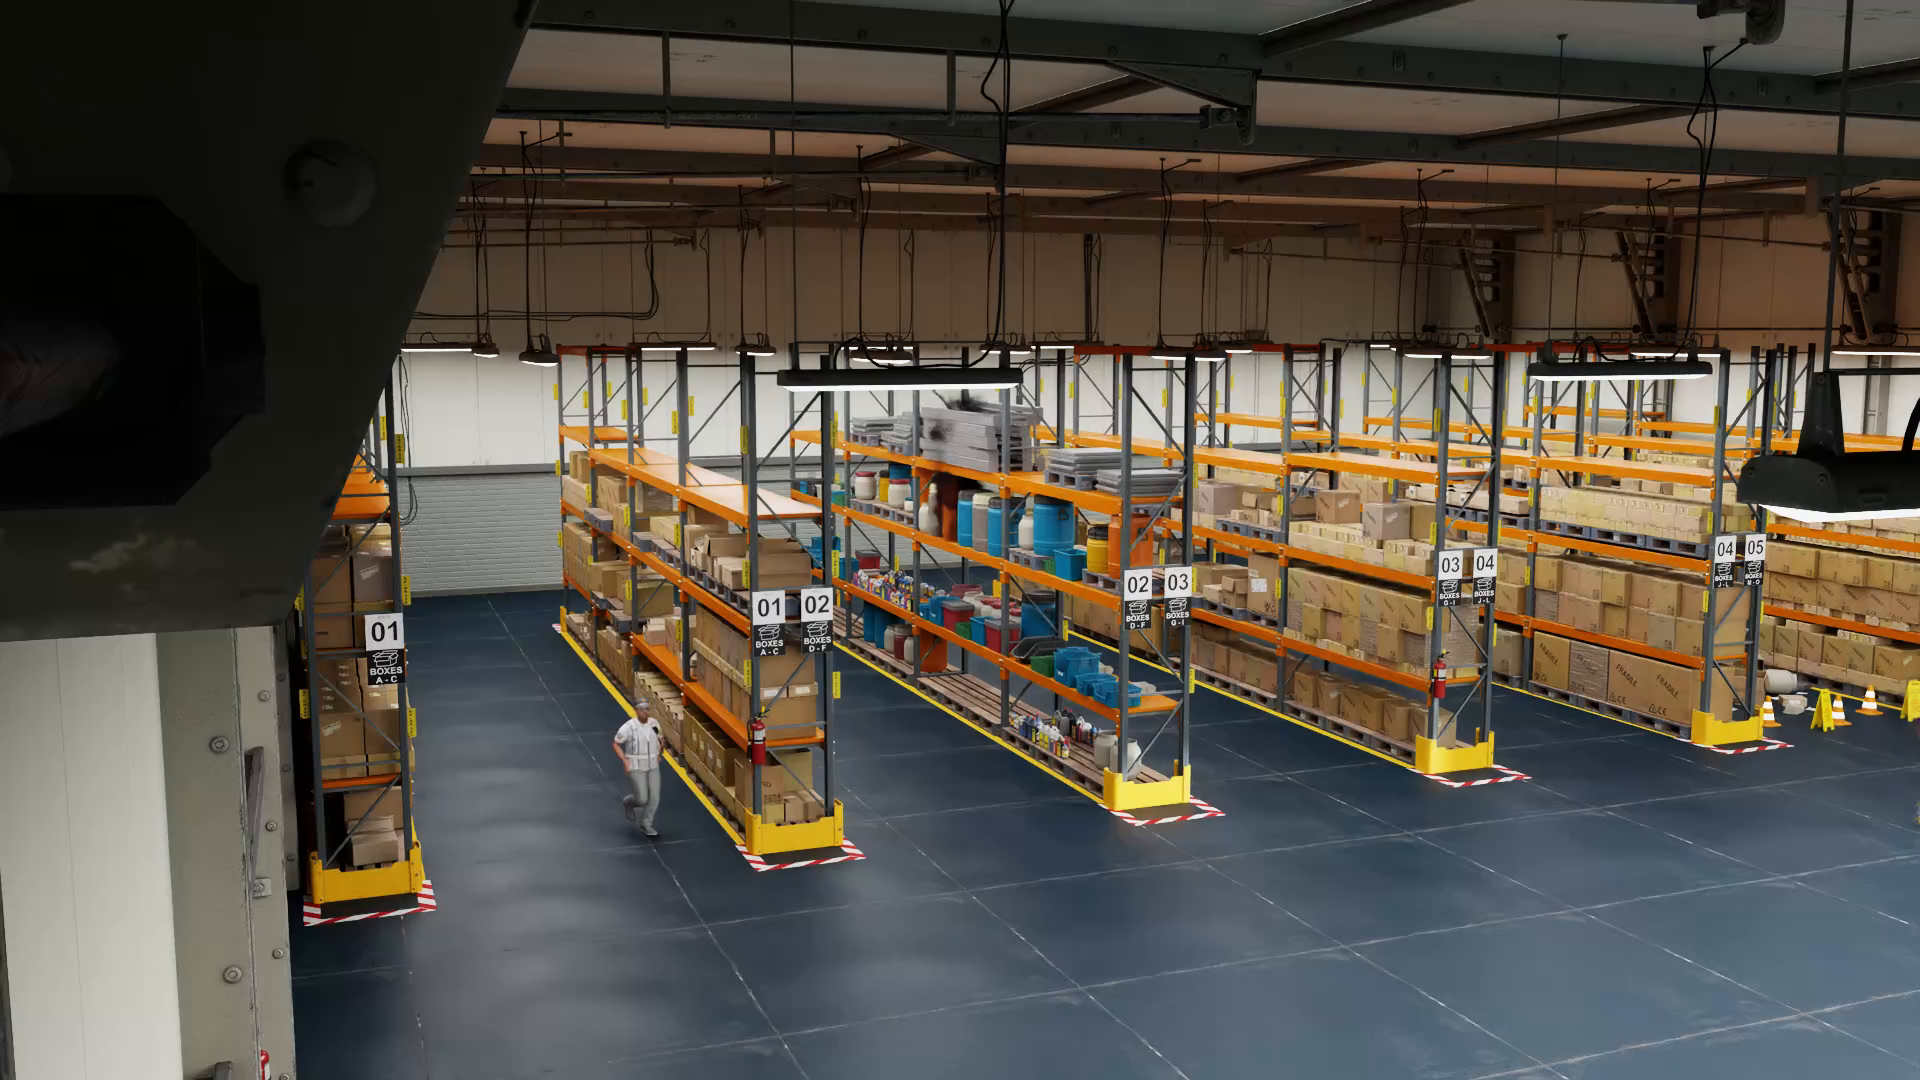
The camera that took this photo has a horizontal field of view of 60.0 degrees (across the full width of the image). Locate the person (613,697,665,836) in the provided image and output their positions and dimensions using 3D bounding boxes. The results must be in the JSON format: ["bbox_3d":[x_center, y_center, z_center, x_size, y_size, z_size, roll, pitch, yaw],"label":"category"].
[{"bbox_3d":[-4.001,2.820,20.918,0.679,1.736,0.619,-6,9,-37],"label":"person"}]
